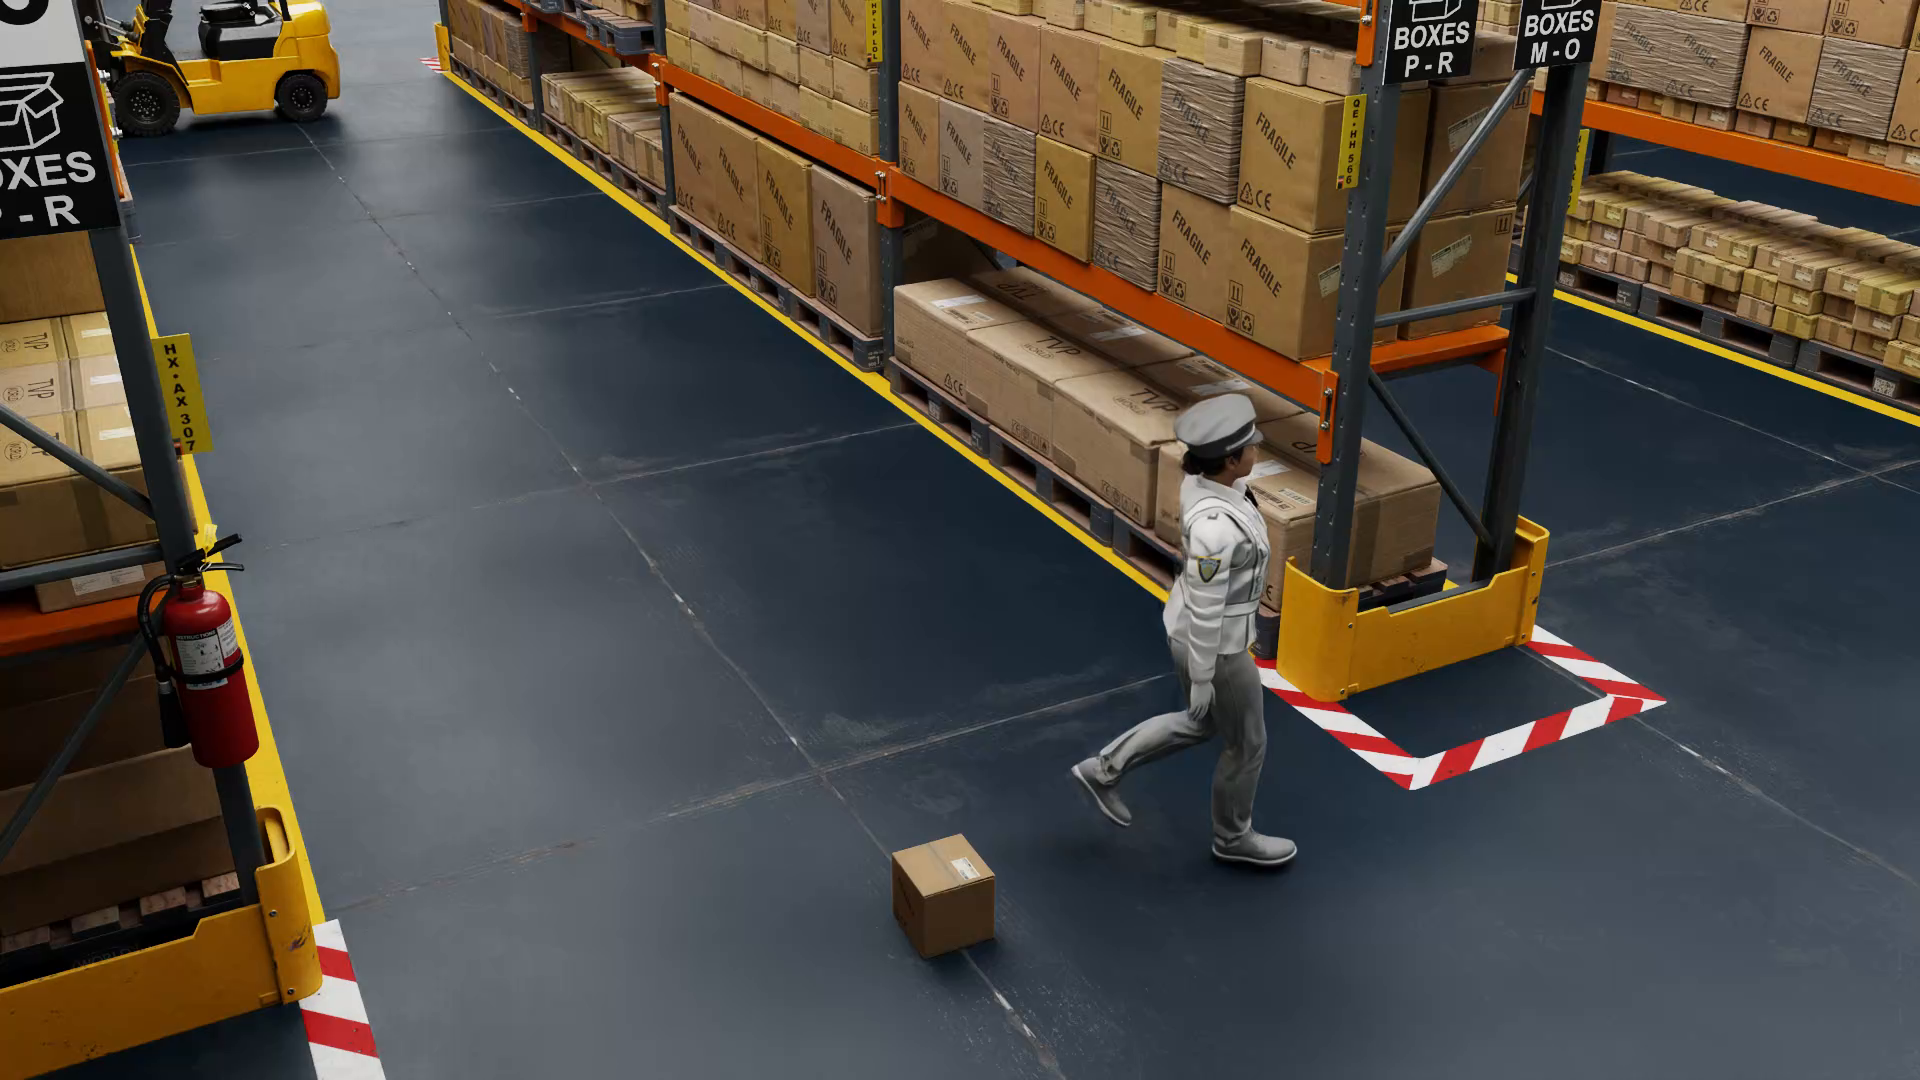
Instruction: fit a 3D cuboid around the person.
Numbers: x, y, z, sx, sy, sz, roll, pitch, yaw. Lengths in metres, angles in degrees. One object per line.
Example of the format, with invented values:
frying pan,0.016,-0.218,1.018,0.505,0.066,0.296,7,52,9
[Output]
person,0.768,0.310,5.408,0.773,1.658,0.509,1,26,1
